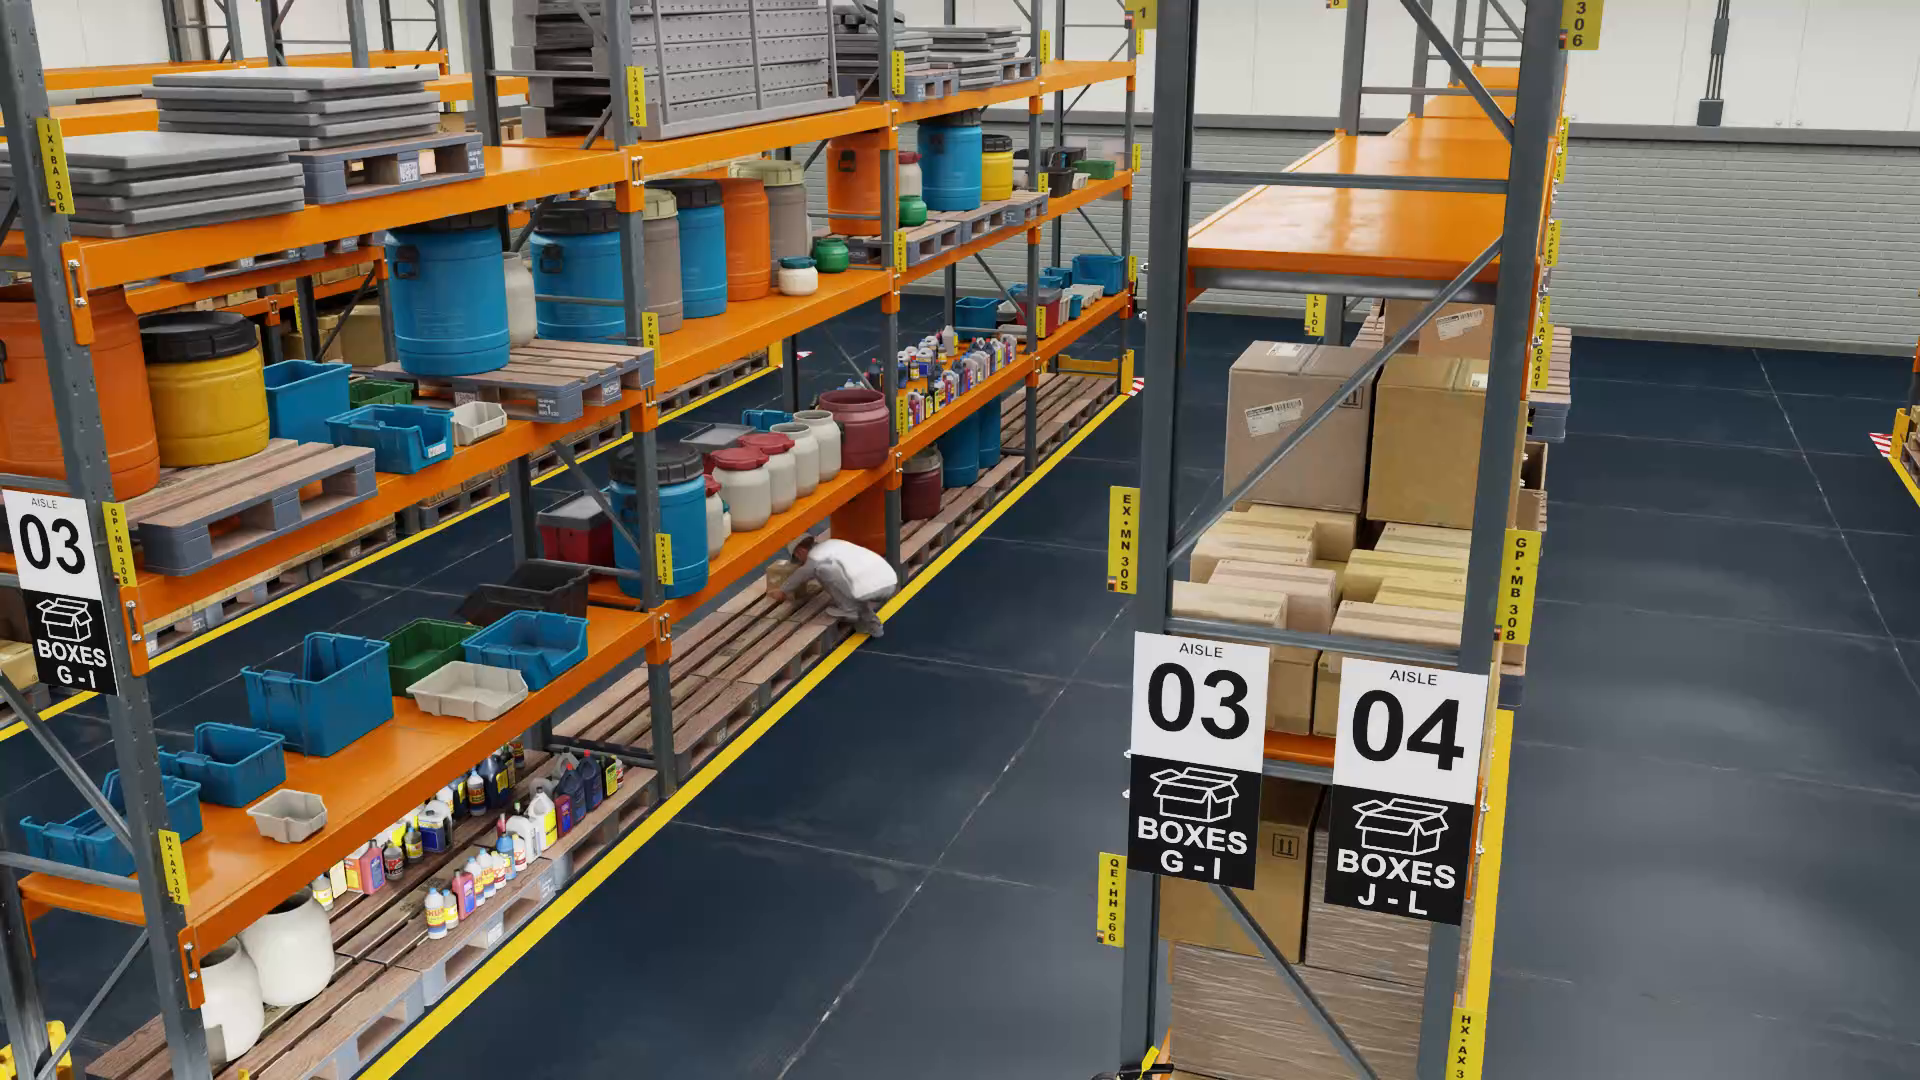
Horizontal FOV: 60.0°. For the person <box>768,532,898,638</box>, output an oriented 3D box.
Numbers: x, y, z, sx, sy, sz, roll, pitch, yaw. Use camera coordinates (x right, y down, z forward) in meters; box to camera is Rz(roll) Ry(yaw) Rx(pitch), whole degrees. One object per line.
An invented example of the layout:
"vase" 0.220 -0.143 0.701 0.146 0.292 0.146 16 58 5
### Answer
"person" -1.064 0.355 13.437 1.200 0.806 0.495 13 22 33
